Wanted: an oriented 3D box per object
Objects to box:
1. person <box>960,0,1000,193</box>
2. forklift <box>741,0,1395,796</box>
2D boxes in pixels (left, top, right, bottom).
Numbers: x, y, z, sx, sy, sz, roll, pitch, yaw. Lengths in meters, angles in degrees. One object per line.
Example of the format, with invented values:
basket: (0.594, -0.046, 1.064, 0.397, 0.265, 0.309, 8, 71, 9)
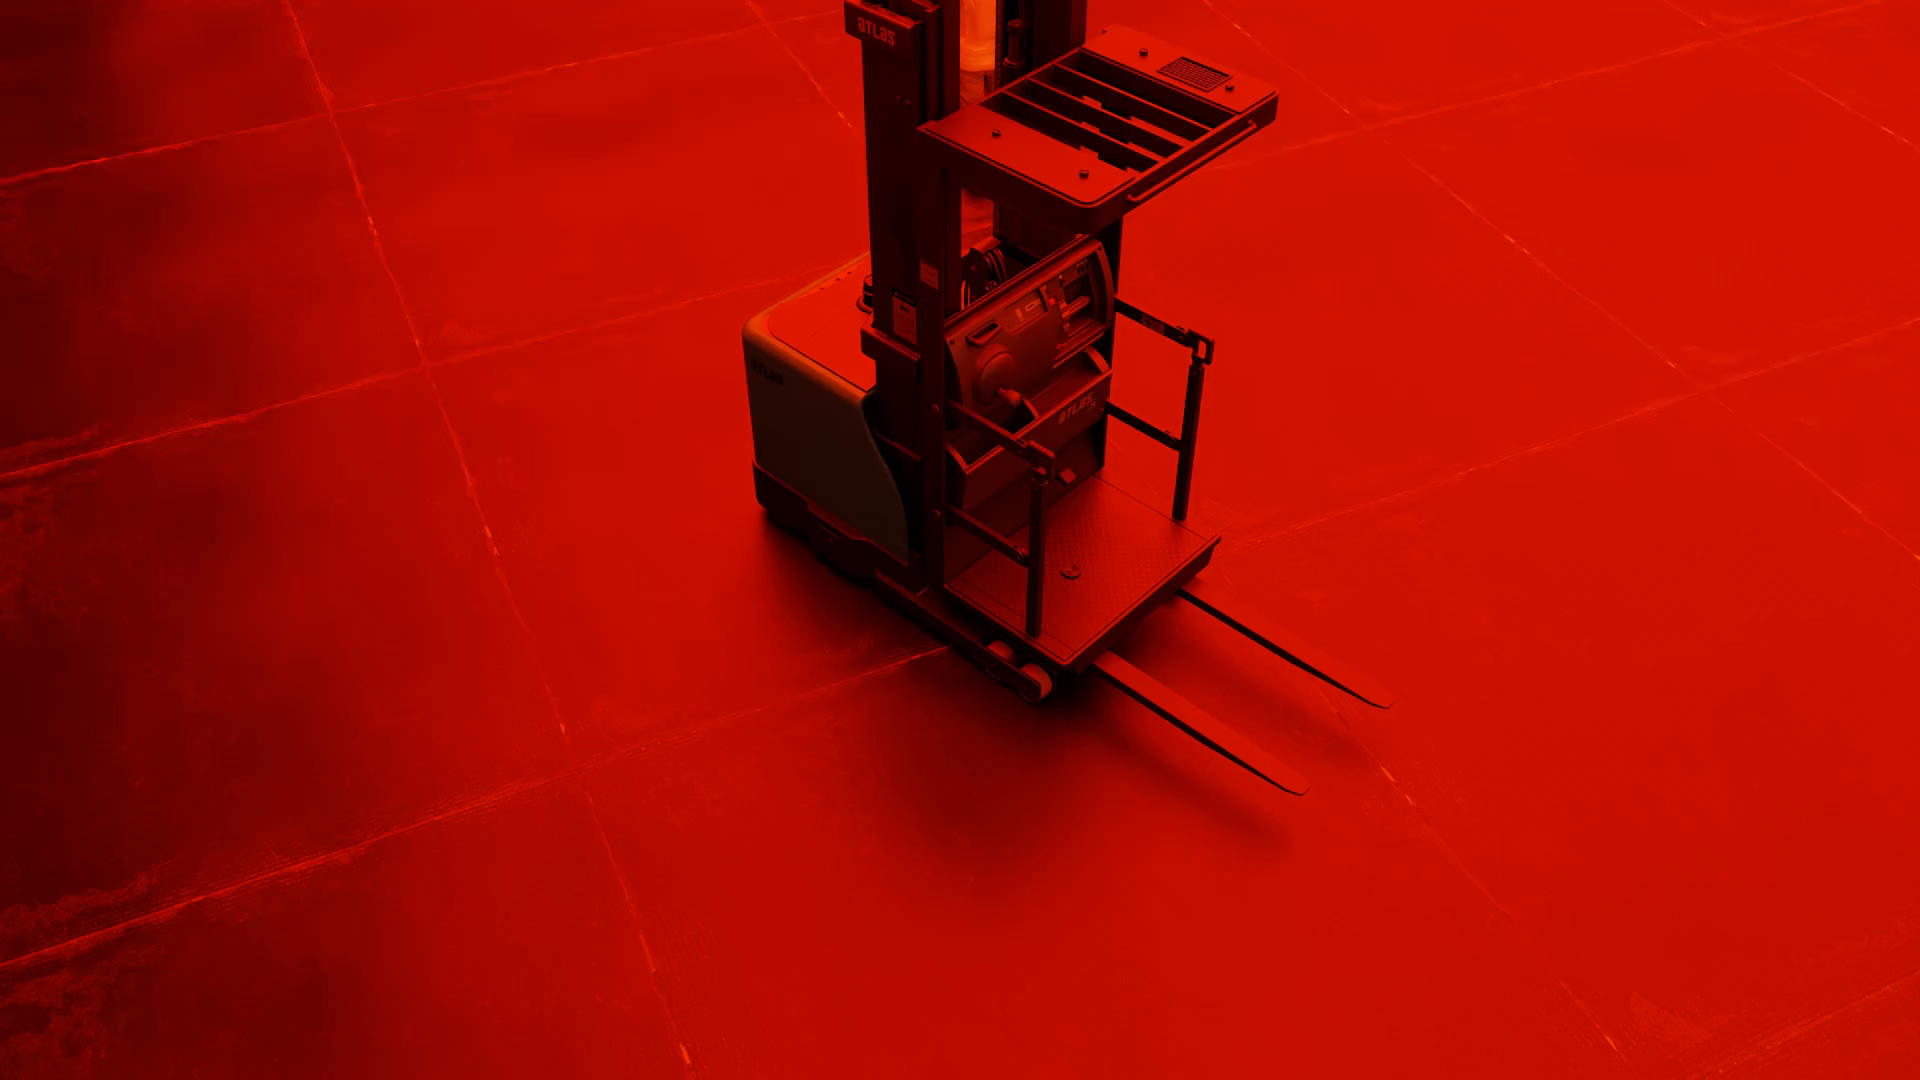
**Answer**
person: (0.090, -2.828, 9.553, 0.666, 1.765, 0.577, -17, 46, -17)
forklift: (0.445, -0.788, 6.525, 3.031, 2.935, 1.130, 32, 52, 30)
